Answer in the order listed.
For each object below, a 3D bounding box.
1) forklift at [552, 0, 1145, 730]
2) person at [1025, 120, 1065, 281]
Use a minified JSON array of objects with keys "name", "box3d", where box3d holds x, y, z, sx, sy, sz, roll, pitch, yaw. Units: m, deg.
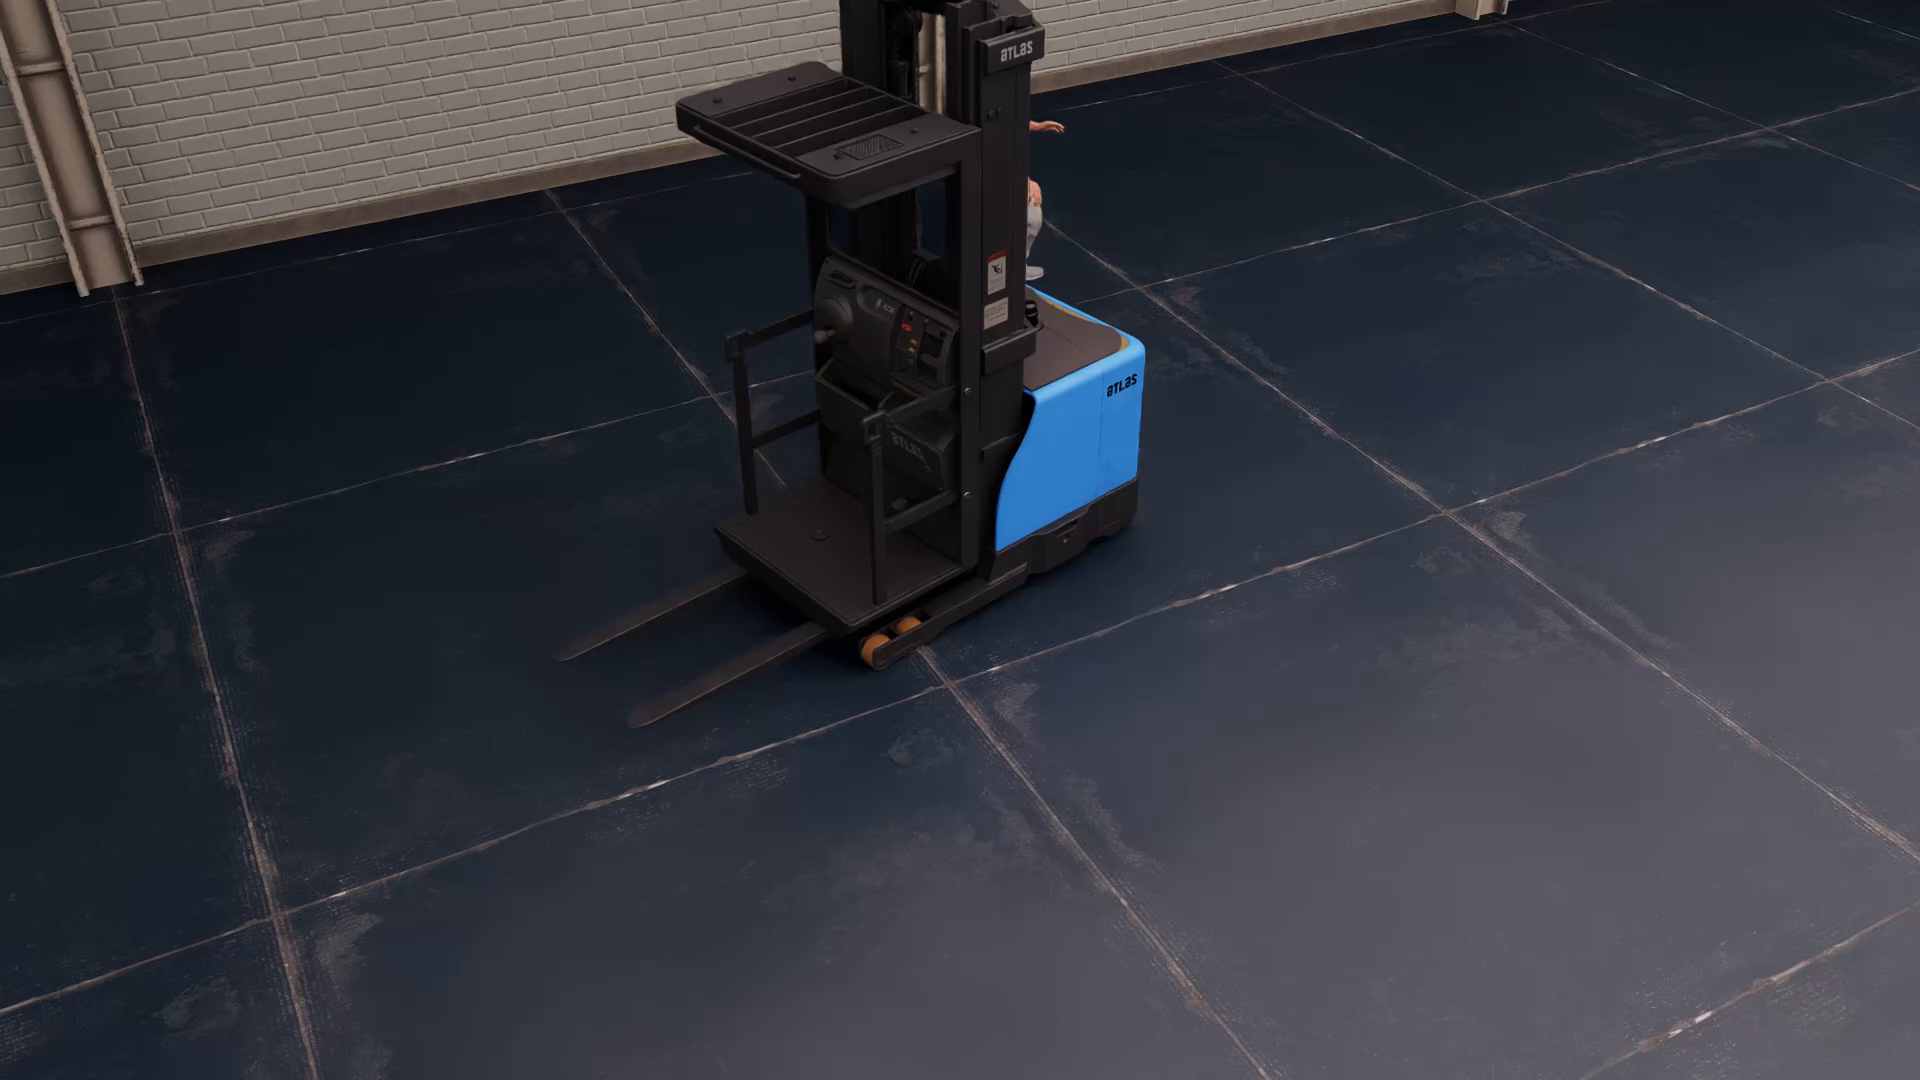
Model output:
[{"name":"forklift","box3d":[-0.503,-0.930,7.439,3.031,2.935,1.130,-27,44,-33]},{"name":"person","box3d":[0.364,-2.337,10.570,0.867,1.637,0.887,-17,39,-22]}]
